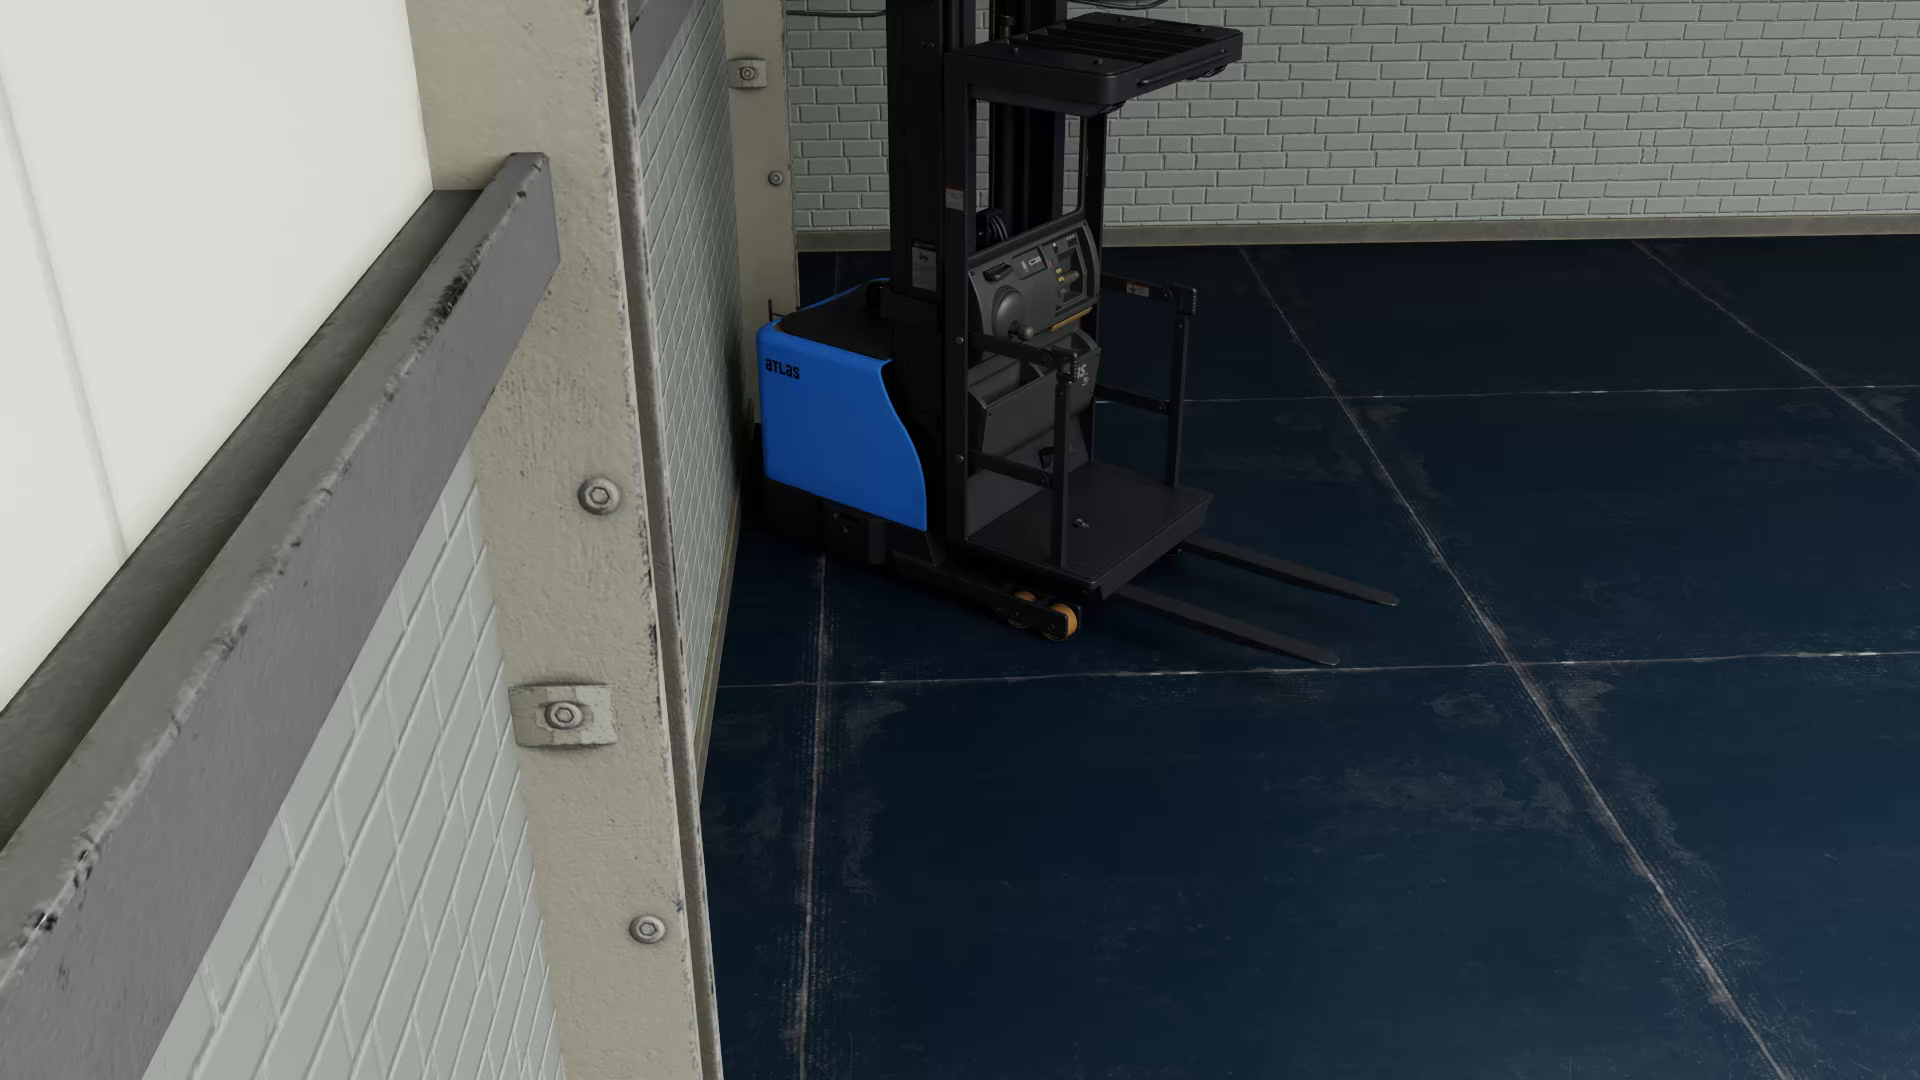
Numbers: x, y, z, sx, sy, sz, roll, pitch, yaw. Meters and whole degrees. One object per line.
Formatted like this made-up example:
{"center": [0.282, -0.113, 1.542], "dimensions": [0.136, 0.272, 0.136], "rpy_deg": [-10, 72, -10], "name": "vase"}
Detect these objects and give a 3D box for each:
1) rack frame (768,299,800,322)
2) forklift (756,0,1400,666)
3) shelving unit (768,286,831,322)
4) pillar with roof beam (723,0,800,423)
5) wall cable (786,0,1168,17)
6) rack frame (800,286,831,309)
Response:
{"center": [-0.872, -0.708, 8.472], "dimensions": [0.200, 1.050, 0.008], "rpy_deg": [18, 33, 31], "name": "rack frame"}
{"center": [0.505, -1.128, 7.244], "dimensions": [3.031, 2.935, 1.130], "rpy_deg": [19, 33, 32], "name": "forklift"}
{"center": [-0.801, -0.754, 8.560], "dimensions": [0.215, 1.050, 0.252], "rpy_deg": [18, 33, 31], "name": "shelving unit"}
{"center": [3.227, -4.860, 7.838], "dimensions": [9.100, 9.000, 0.400], "rpy_deg": [-1, 28, -3], "name": "pillar with roof beam"}
{"center": [0.095, -4.772, 11.026], "dimensions": [3.097, 2.526, 0.112], "rpy_deg": [-1, 28, -3], "name": "wall cable"}
{"center": [-0.731, -0.800, 8.648], "dimensions": [0.200, 1.050, 0.008], "rpy_deg": [18, 33, 31], "name": "rack frame"}
